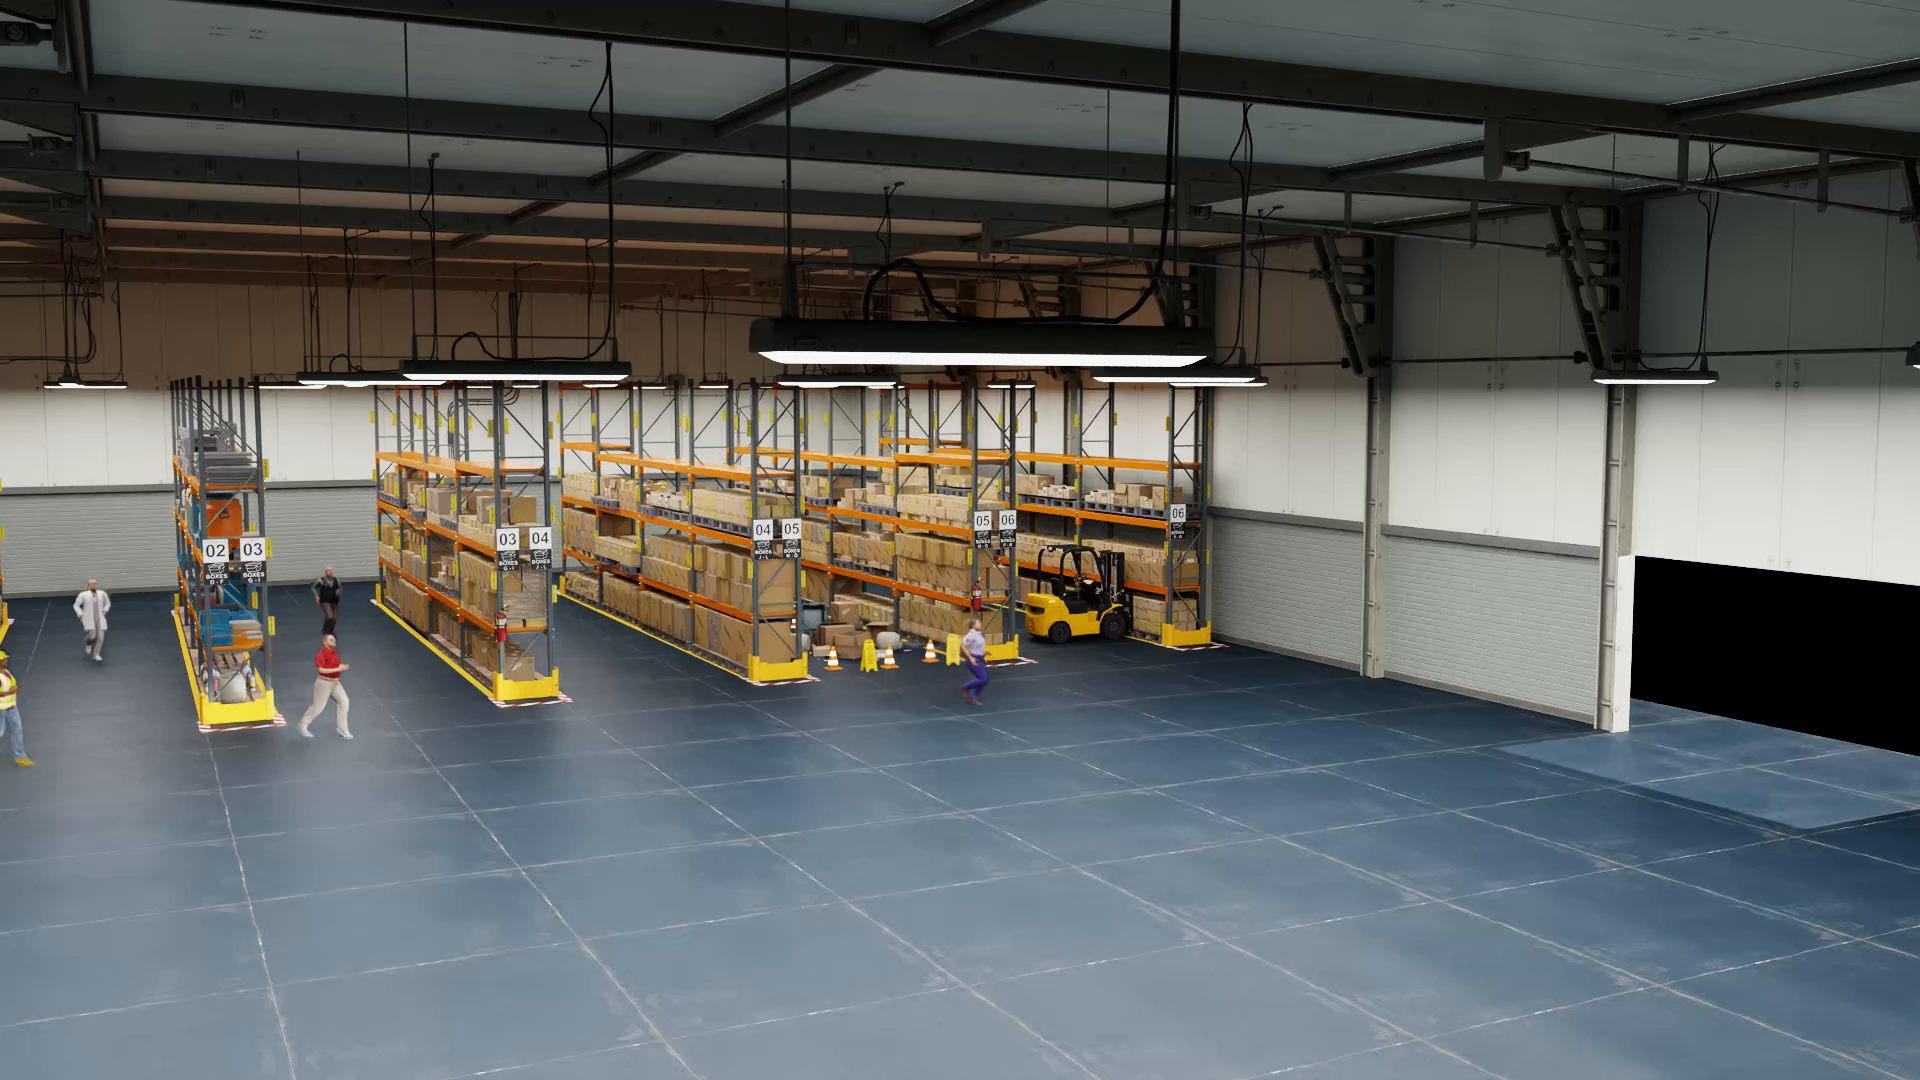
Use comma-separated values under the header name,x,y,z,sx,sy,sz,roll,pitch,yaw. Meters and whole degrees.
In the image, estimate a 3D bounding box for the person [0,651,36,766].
name,x,y,z,sx,sy,sz,roll,pitch,yaw
person,-14.573,2.570,25.307,0.885,1.779,0.690,0,5,0

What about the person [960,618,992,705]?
name,x,y,z,sx,sy,sz,roll,pitch,yaw
person,0.325,2.229,30.440,0.495,1.606,0.613,2,5,18

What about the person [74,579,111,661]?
name,x,y,z,sx,sy,sz,roll,pitch,yaw
person,-18.494,1.706,35.538,0.710,1.733,0.571,-5,7,-42

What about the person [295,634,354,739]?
name,x,y,z,sx,sy,sz,roll,pitch,yaw
person,-10.477,2.433,27.463,0.919,1.789,0.672,1,5,10

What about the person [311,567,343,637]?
name,x,y,z,sx,sy,sz,roll,pitch,yaw
person,-14.500,1.454,38.257,0.630,1.677,0.678,-5,7,-42
